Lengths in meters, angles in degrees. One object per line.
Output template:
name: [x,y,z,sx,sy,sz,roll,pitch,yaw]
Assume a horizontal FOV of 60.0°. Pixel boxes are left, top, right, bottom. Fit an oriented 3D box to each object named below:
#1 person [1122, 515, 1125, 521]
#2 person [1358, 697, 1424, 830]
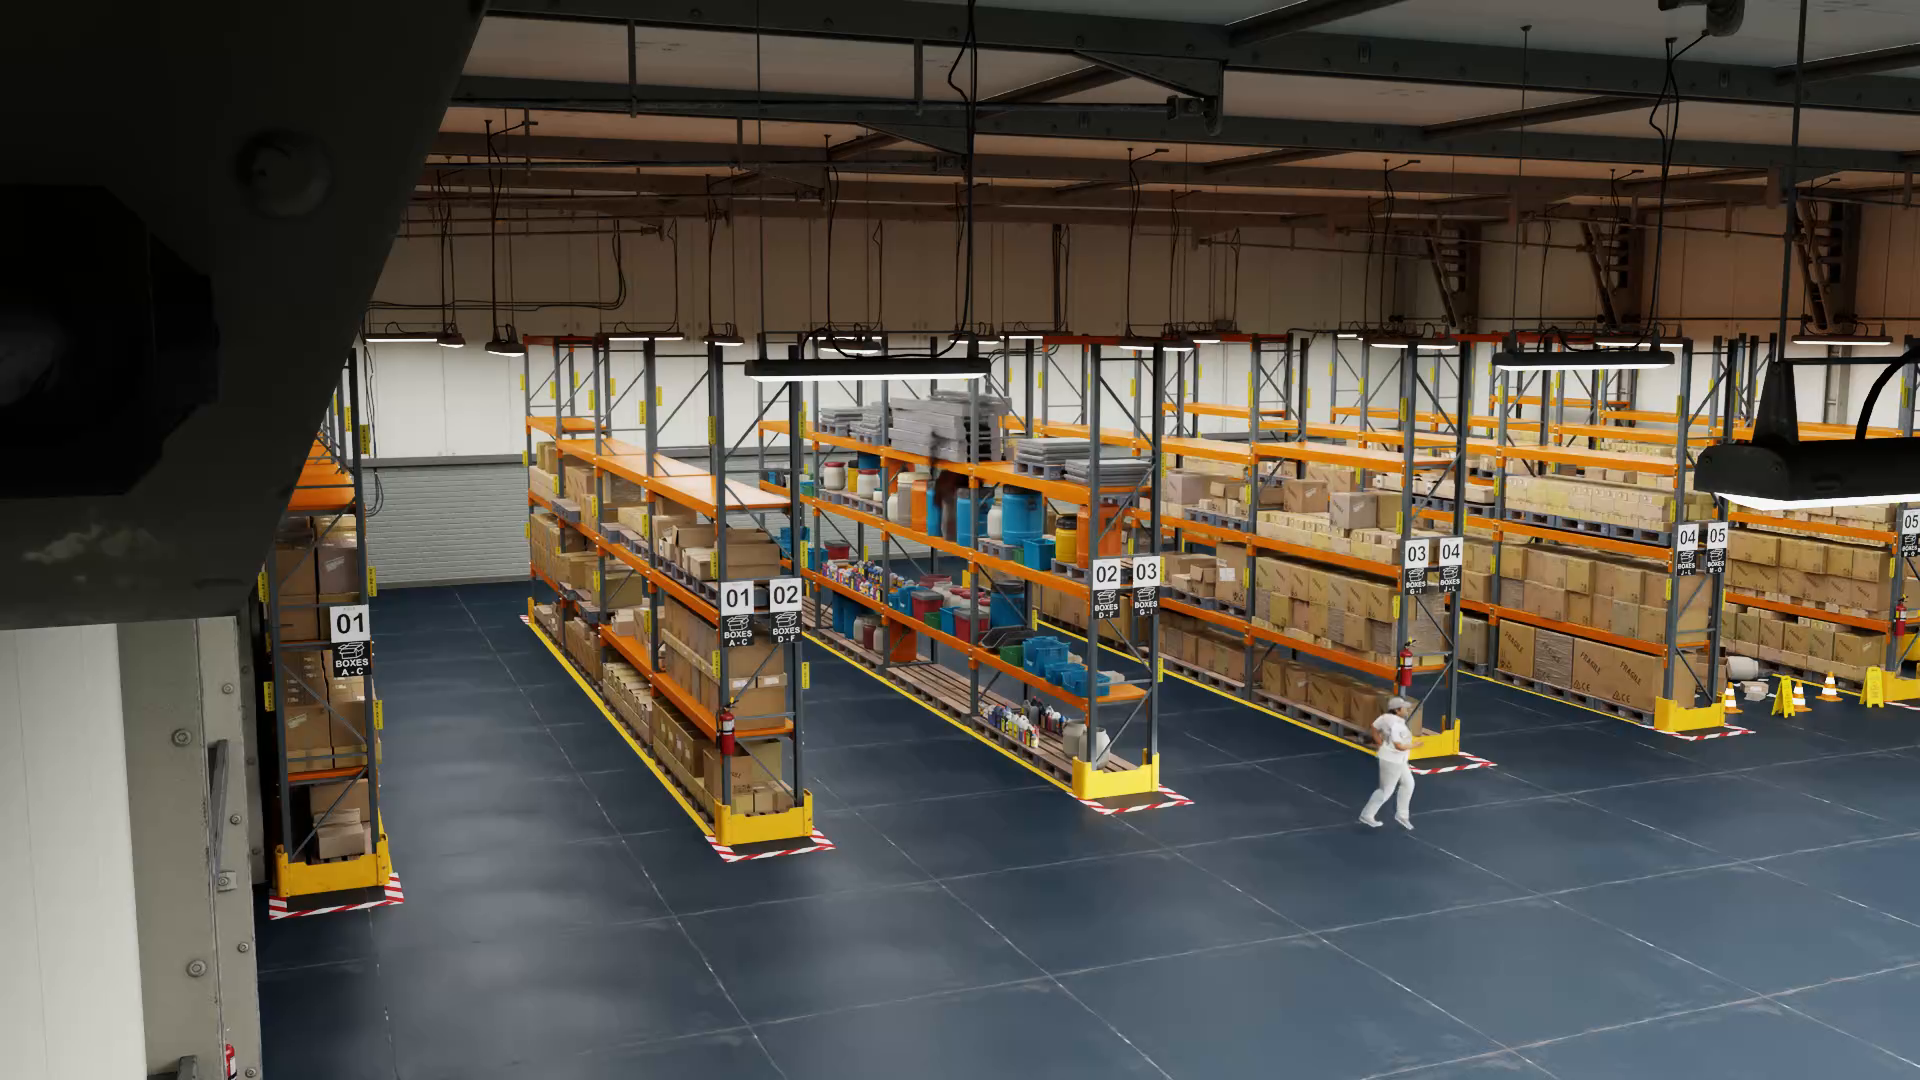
person: [3.782,0.184,39.739,0.721,1.769,0.824,2,8,14]
person: [5.339,2.789,20.580,0.759,1.726,0.590,1,8,9]
